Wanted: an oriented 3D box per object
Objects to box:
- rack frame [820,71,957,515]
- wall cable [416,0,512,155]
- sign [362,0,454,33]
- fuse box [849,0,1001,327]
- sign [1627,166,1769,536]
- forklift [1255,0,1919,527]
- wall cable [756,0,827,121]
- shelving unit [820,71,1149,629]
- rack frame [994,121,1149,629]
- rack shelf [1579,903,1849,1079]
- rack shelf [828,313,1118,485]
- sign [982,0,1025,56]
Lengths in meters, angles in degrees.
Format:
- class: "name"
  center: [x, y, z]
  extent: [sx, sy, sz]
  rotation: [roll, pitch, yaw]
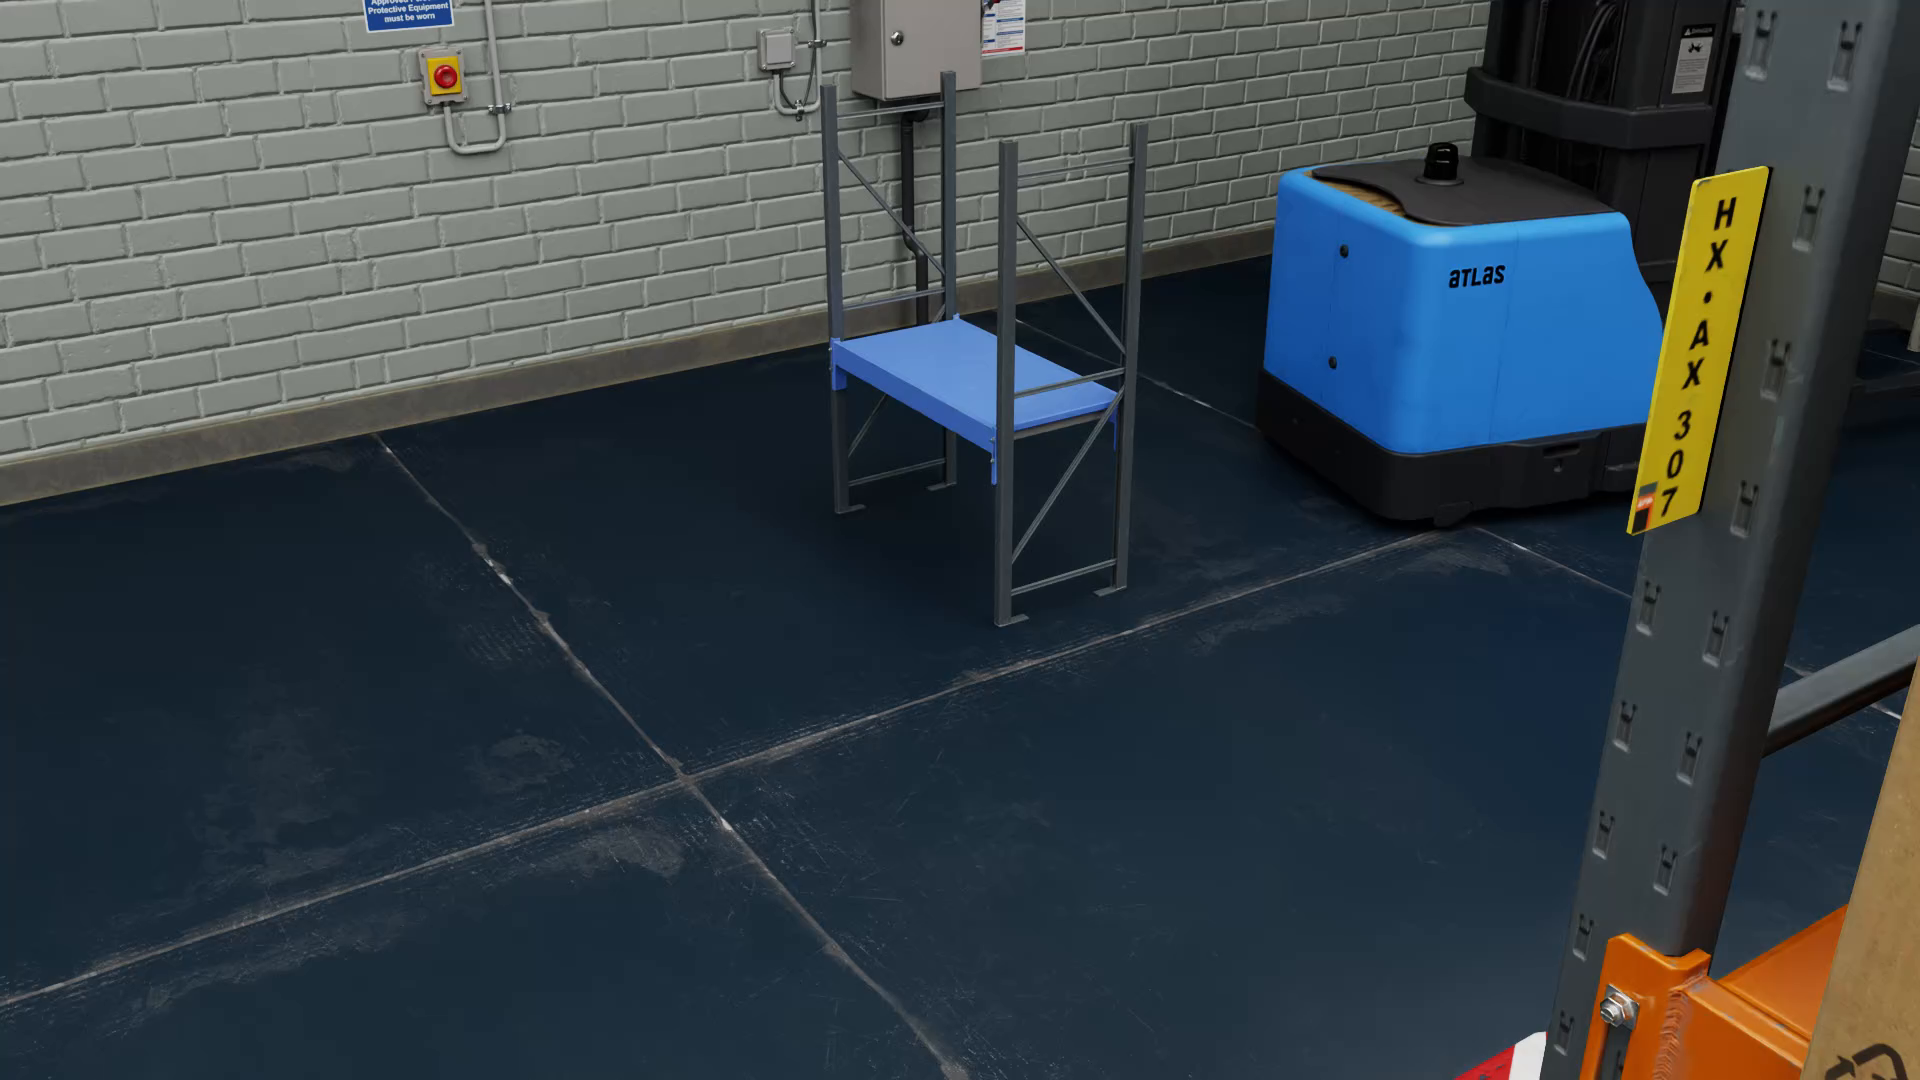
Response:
- class: "rack frame"
  center: [-0.231, -0.830, 5.750]
  extent: [0.500, 1.500, 0.032]
  rotation: [-16, 29, -30]
- class: "wall cable"
  center: [-1.977, -2.348, 5.982]
  extent: [0.585, 1.953, 0.123]
  rotation: [-16, 29, -30]
- class: "sign"
  center: [-2.051, -2.007, 6.171]
  extent: [0.327, 0.218, 0.001]
  rotation: [-16, 29, -30]
- class: "fuse box"
  center: [-0.138, -1.729, 7.407]
  extent: [0.539, 1.711, 0.414]
  rotation: [-16, 29, -30]
- class: "sign"
  center: [0.652, -0.163, 1.474]
  extent: [0.100, 0.325, 0.005]
  rotation: [-16, 29, -30]
- class: "forklift"
  center: [2.733, -1.735, 5.993]
  extent: [3.031, 2.935, 1.130]
  rotation: [-8, 27, -17]
- class: "wall cable"
  center: [-0.795, -2.668, 6.698]
  extent: [0.588, 1.984, 0.122]
  rotation: [-16, 29, -30]
- class: "shelving unit"
  center: [0.047, -0.648, 5.365]
  extent: [0.538, 1.500, 1.048]
  rotation: [-16, 29, -30]
- class: "rack frame"
  center: [0.324, -0.466, 4.980]
  extent: [0.500, 1.500, 0.032]
  rotation: [-16, 29, -30]
- class: "rack shelf"
  center: [2.212, 1.178, 0.583]
  extent: [1.077, 0.370, 4.000]
  rotation: [-16, 29, -30]
- class: "rack shelf"
  center: [0.047, -0.485, 5.442]
  extent: [0.538, 0.185, 1.000]
  rotation: [-16, 29, -30]
- class: "sign"
  center: [0.163, -2.457, 7.553]
  extent: [0.329, 0.494, 0.001]
  rotation: [-16, 29, -30]
